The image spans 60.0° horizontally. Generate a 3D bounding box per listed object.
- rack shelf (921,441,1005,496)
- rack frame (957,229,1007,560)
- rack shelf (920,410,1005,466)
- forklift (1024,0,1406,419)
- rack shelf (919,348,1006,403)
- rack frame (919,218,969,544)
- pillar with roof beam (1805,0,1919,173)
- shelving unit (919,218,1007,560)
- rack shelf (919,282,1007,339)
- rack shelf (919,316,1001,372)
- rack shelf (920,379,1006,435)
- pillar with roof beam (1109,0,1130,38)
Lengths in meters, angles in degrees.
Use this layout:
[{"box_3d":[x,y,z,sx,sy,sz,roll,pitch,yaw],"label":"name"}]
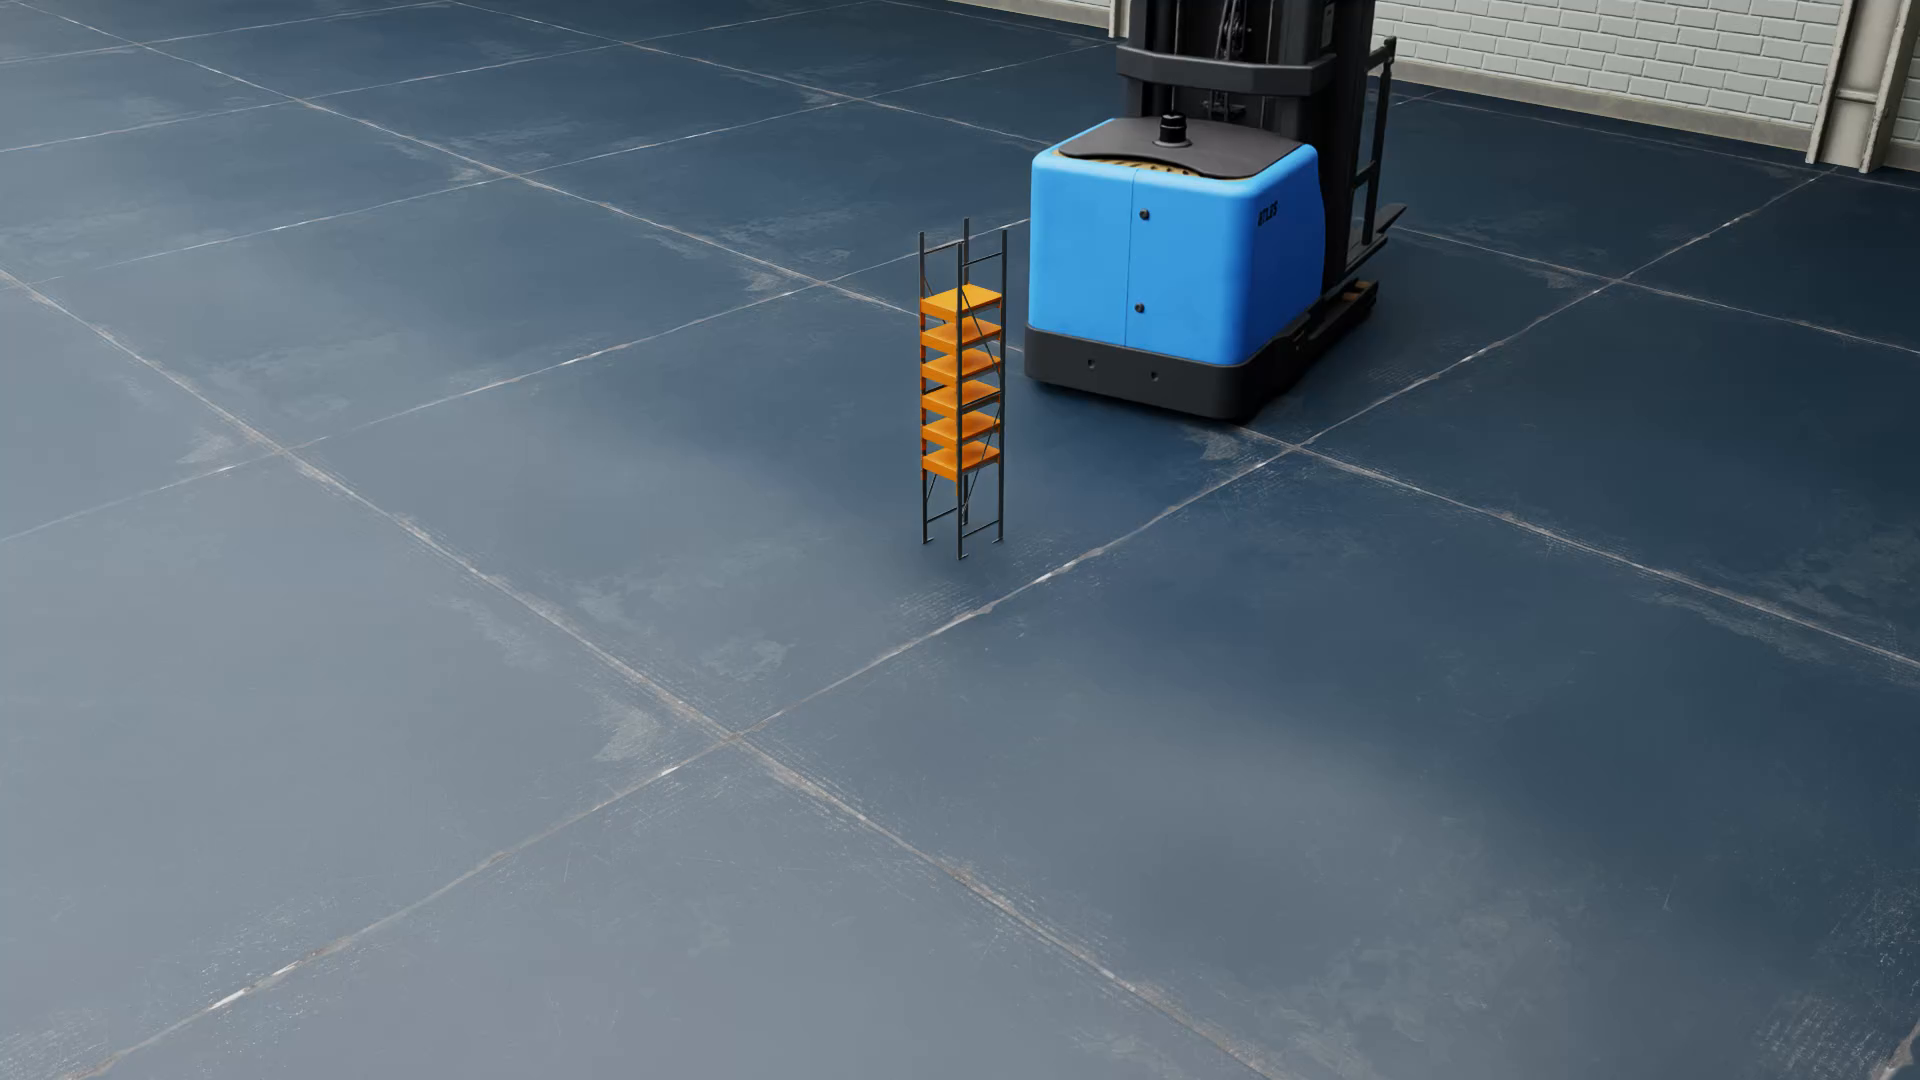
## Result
[{"box_3d":[0.010,-0.275,6.094,0.180,0.103,0.258,25,36,38],"label":"rack shelf"},{"box_3d":[0.076,-0.496,5.905,0.006,1.200,0.240,25,36,38],"label":"rack frame"},{"box_3d":[0.010,-0.381,6.038,0.180,0.103,0.258,25,36,38],"label":"rack shelf"},{"box_3d":[1.464,-2.461,7.781,1.130,2.935,3.031,15,31,26],"label":"forklift"},{"box_3d":[0.010,-0.593,5.927,0.180,0.103,0.258,25,36,38],"label":"rack shelf"},{"box_3d":[-0.055,-0.556,6.019,0.006,1.200,0.240,25,36,38],"label":"rack frame"},{"box_3d":[2.822,-5.042,6.170,0.400,9.000,9.100,25,36,38],"label":"pillar with roof beam"},{"box_3d":[0.010,-0.526,5.962,0.189,1.200,0.258,25,36,38],"label":"shelving unit"},{"box_3d":[0.010,-0.806,5.815,0.180,0.103,0.258,25,36,38],"label":"rack shelf"},{"box_3d":[0.010,-0.699,5.871,0.180,0.103,0.258,25,36,38],"label":"rack shelf"},{"box_3d":[0.010,-0.487,5.982,0.180,0.103,0.258,25,36,38],"label":"rack shelf"},{"box_3d":[-1.456,-7.000,9.893,0.400,9.000,9.100,25,36,38],"label":"pillar with roof beam"}]
